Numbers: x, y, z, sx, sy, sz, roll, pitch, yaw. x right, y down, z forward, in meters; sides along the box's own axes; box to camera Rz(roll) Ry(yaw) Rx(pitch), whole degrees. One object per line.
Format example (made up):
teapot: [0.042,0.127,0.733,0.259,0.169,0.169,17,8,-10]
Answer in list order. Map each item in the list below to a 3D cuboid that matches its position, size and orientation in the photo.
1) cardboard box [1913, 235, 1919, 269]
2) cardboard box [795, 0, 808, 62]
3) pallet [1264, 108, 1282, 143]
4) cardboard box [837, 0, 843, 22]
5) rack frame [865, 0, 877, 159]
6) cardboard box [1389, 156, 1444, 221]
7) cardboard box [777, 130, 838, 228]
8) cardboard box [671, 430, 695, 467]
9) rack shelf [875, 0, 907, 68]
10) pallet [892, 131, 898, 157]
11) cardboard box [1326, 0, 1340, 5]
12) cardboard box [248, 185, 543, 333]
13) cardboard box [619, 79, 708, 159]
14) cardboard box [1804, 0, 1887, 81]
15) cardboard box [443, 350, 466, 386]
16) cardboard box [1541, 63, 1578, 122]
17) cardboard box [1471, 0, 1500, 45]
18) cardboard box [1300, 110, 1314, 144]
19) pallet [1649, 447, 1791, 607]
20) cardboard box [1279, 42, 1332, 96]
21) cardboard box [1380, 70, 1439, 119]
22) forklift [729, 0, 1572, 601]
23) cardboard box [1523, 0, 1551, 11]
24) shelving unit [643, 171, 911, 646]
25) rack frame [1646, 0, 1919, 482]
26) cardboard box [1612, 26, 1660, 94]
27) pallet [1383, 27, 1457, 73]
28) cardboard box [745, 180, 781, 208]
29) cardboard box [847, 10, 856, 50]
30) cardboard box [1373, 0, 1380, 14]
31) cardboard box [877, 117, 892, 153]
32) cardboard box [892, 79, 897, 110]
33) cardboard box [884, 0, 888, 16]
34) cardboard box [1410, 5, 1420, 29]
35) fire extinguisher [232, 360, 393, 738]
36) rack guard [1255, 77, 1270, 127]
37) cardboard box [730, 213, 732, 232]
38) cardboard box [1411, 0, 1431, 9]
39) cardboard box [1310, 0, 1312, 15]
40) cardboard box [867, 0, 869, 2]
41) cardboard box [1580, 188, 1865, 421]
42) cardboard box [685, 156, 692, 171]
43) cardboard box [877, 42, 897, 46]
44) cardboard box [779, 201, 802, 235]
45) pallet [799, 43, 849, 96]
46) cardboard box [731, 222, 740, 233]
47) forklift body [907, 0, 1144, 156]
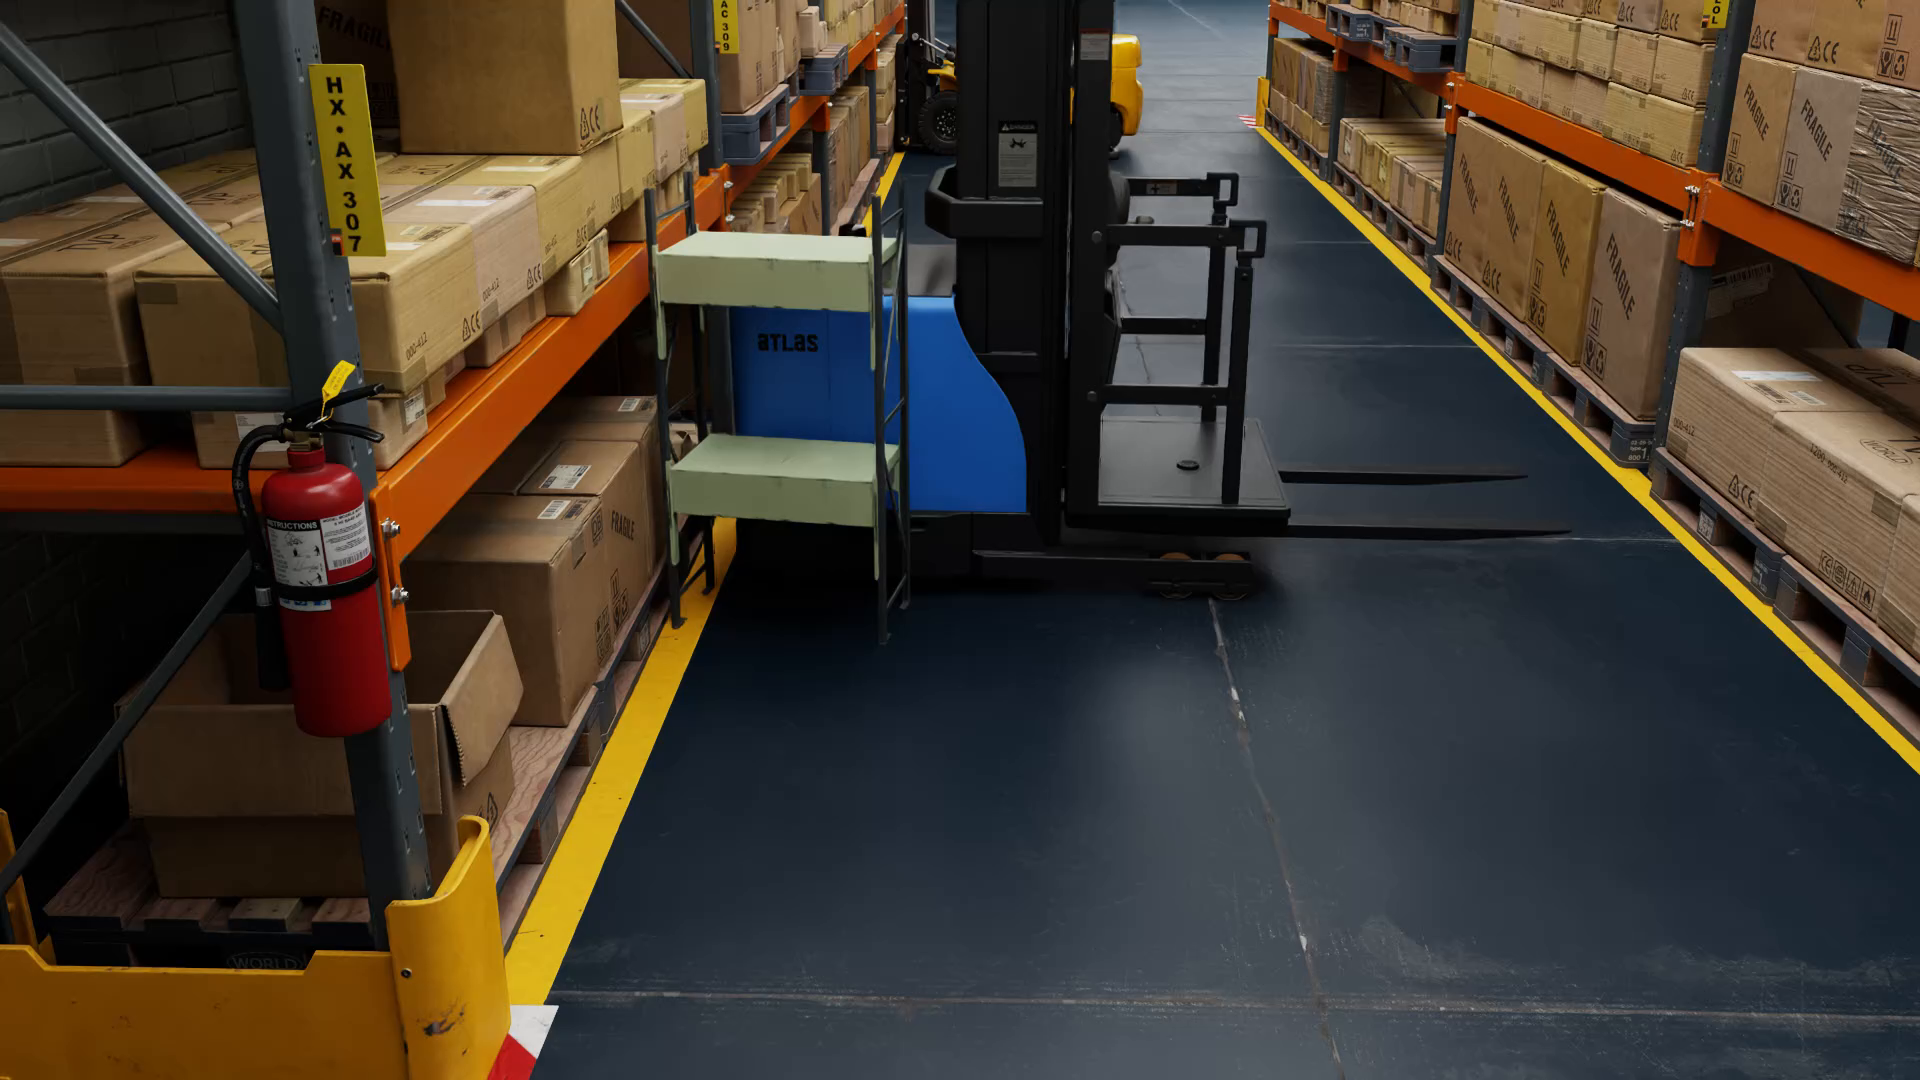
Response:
cardboard box: [3.153,-0.977,4.761,0.500,0.500,0.500,1,21,3]
cardboard box: [-1.219,-2.796,8.865,0.797,0.503,0.637,0,21,0]
pallet: [3.788,-4.363,17.481,1.003,0.211,1.213,1,21,2]
cardboard box: [-1.080,-3.646,11.296,0.500,0.250,0.500,1,21,3]
rack frame: [-1.233,-4.591,14.214,1.000,3.000,0.127,1,21,2]
cardboard box: [3.649,-2.533,11.962,0.950,0.372,0.625,0,21,1]
cardboard box: [-1.322,-2.458,11.421,0.875,0.625,0.625,1,21,3]
cardboard box: [-1.210,-0.286,6.317,0.396,0.266,0.258,1,21,4]
rack shelf: [-1.172,-4.978,16.207,1.077,0.370,4.000,1,21,2]
pallet: [-1.132,-4.020,16.598,1.003,0.211,1.213,1,21,2]
cardboard box: [3.494,-4.886,14.426,0.500,0.500,0.500,0,21,0]
cardboard box: [-1.299,-0.664,3.890,0.500,0.250,0.500,1,21,2]
cardboard box: [-1.248,-1.580,6.251,0.500,0.250,0.500,1,21,3]
cardboard box: [3.207,-1.806,5.515,0.500,0.500,0.500,0,21,1]
cardboard box: [-1.379,-0.438,3.860,0.380,0.149,0.250,0,21,1]
cardboard box: [3.310,-2.293,8.499,0.500,0.250,0.500,1,21,2]
cardboard box: [3.345,-3.074,9.820,0.500,0.250,0.500,0,21,1]
cardboard box: [3.484,-3.861,15.553,0.500,0.250,0.500,0,21,0]
pallet: [3.384,-0.071,6.420,1.003,0.211,1.213,1,21,2]
cardboard box: [3.538,-4.761,16.836,0.500,0.500,0.500,0,21,0]
cardboard box: [4.017,-4.011,14.904,0.500,0.500,0.500,2,21,4]
forklift: [0.720,-1.347,5.949,3.031,2.935,1.130,1,21,3]
cardboard box: [3.311,-3.062,8.753,0.500,0.500,0.500,1,21,3]
shelving unit: [-0.584,-0.439,5.580,0.755,1.500,0.431,4,21,10]
rack frame: [3.486,-1.645,6.621,1.000,3.000,0.127,1,21,2]
cardboard box: [3.264,-2.151,7.442,0.500,0.250,0.500,1,21,3]
pallet: [3.522,-3.261,11.051,1.213,0.211,1.003,1,21,2]
cardboard box: [-1.206,-1.917,9.301,0.380,0.149,0.250,0,21,1]
cardboard box: [-1.050,-3.788,12.352,0.500,0.250,0.500,1,21,3]
cardboard box: [3.398,-4.134,12.803,0.380,0.149,0.250,1,21,2]
cardboard box: [-0.887,-3.676,15.076,0.500,0.250,0.500,1,21,2]
cardboard box: [-0.869,-4.273,15.924,0.500,0.250,0.500,0,21,1]
cardboard box: [-0.945,-5.166,15.559,0.500,0.500,0.500,0,21,1]
cardboard box: [3.296,-3.571,11.353,0.380,0.149,0.250,0,21,-1]
fire extinguisher: [-1.140,0.016,2.963,0.296,0.674,0.183,1,21,2]
rack guard: [3.848,-4.791,18.185,1.175,0.500,0.348,1,21,2]
cardboard box: [-1.239,-1.391,7.534,0.380,0.149,0.250,0,21,-1]
cardboard box: [3.348,-3.827,11.115,0.500,0.500,0.500,0,21,1]
cardboard box: [3.499,-4.999,15.614,0.380,0.149,0.250,0,21,1]
cardboard box: [-0.992,-4.573,13.685,0.500,0.250,0.500,0,21,0]
cardboard box: [3.424,-1.075,7.510,0.875,0.875,0.875,1,21,3]
cardboard box: [-1.219,-1.369,6.257,0.380,0.149,0.250,1,21,3]
cardboard box: [-0.828,-4.880,16.797,0.500,0.250,0.500,1,21,2]
cardboard box: [-1.191,-1.649,9.508,0.500,0.500,0.500,2,21,4]
pallet: [-1.305,-2.809,9.887,1.213,0.211,1.003,1,21,2]
cardboard box: [-1.277,-1.451,8.100,0.380,0.149,0.250,0,21,1]
forklift body: [0.655,-4.936,16.276,2.313,2.155,1.214,1,21,2]
